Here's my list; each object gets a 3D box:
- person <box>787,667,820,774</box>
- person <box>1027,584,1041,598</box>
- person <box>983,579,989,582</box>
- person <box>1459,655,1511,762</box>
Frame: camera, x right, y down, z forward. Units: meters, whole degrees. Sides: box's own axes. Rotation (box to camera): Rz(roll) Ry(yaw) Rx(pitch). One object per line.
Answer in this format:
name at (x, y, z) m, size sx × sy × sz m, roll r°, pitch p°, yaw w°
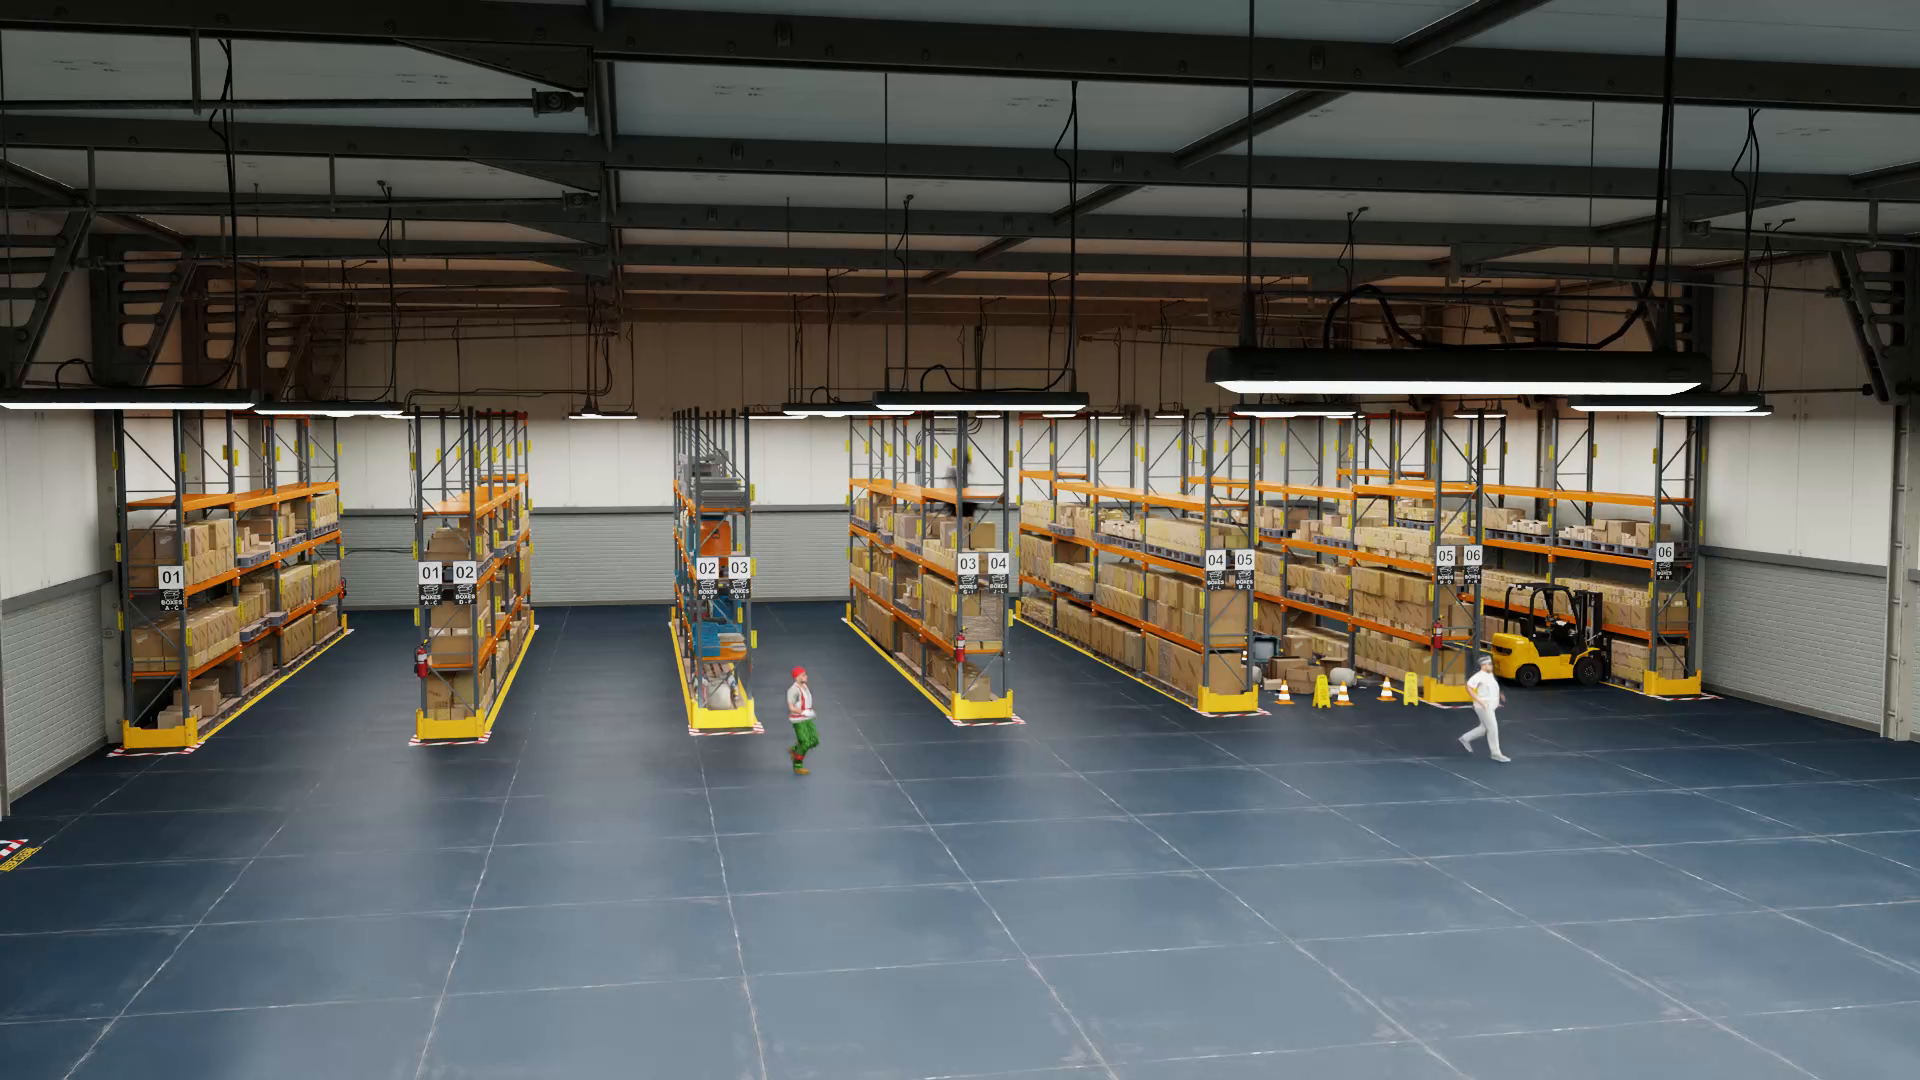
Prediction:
person at (-2.569, 2.931, 27.058) m, size 0.594 × 1.742 × 0.655 m, roll 1°, pitch 4°, yaw 20°
person at (2.203, 1.340, 49.870) m, size 0.958 × 1.649 × 0.627 m, roll -1°, pitch 4°, yaw -9°
person at (0.630, 1.543, 47.551) m, size 0.604 × 1.634 × 0.776 m, roll 0°, pitch 4°, yaw 3°
person at (8.882, 2.827, 28.150) m, size 0.934 × 1.766 × 0.672 m, roll 3°, pitch 5°, yaw 37°
